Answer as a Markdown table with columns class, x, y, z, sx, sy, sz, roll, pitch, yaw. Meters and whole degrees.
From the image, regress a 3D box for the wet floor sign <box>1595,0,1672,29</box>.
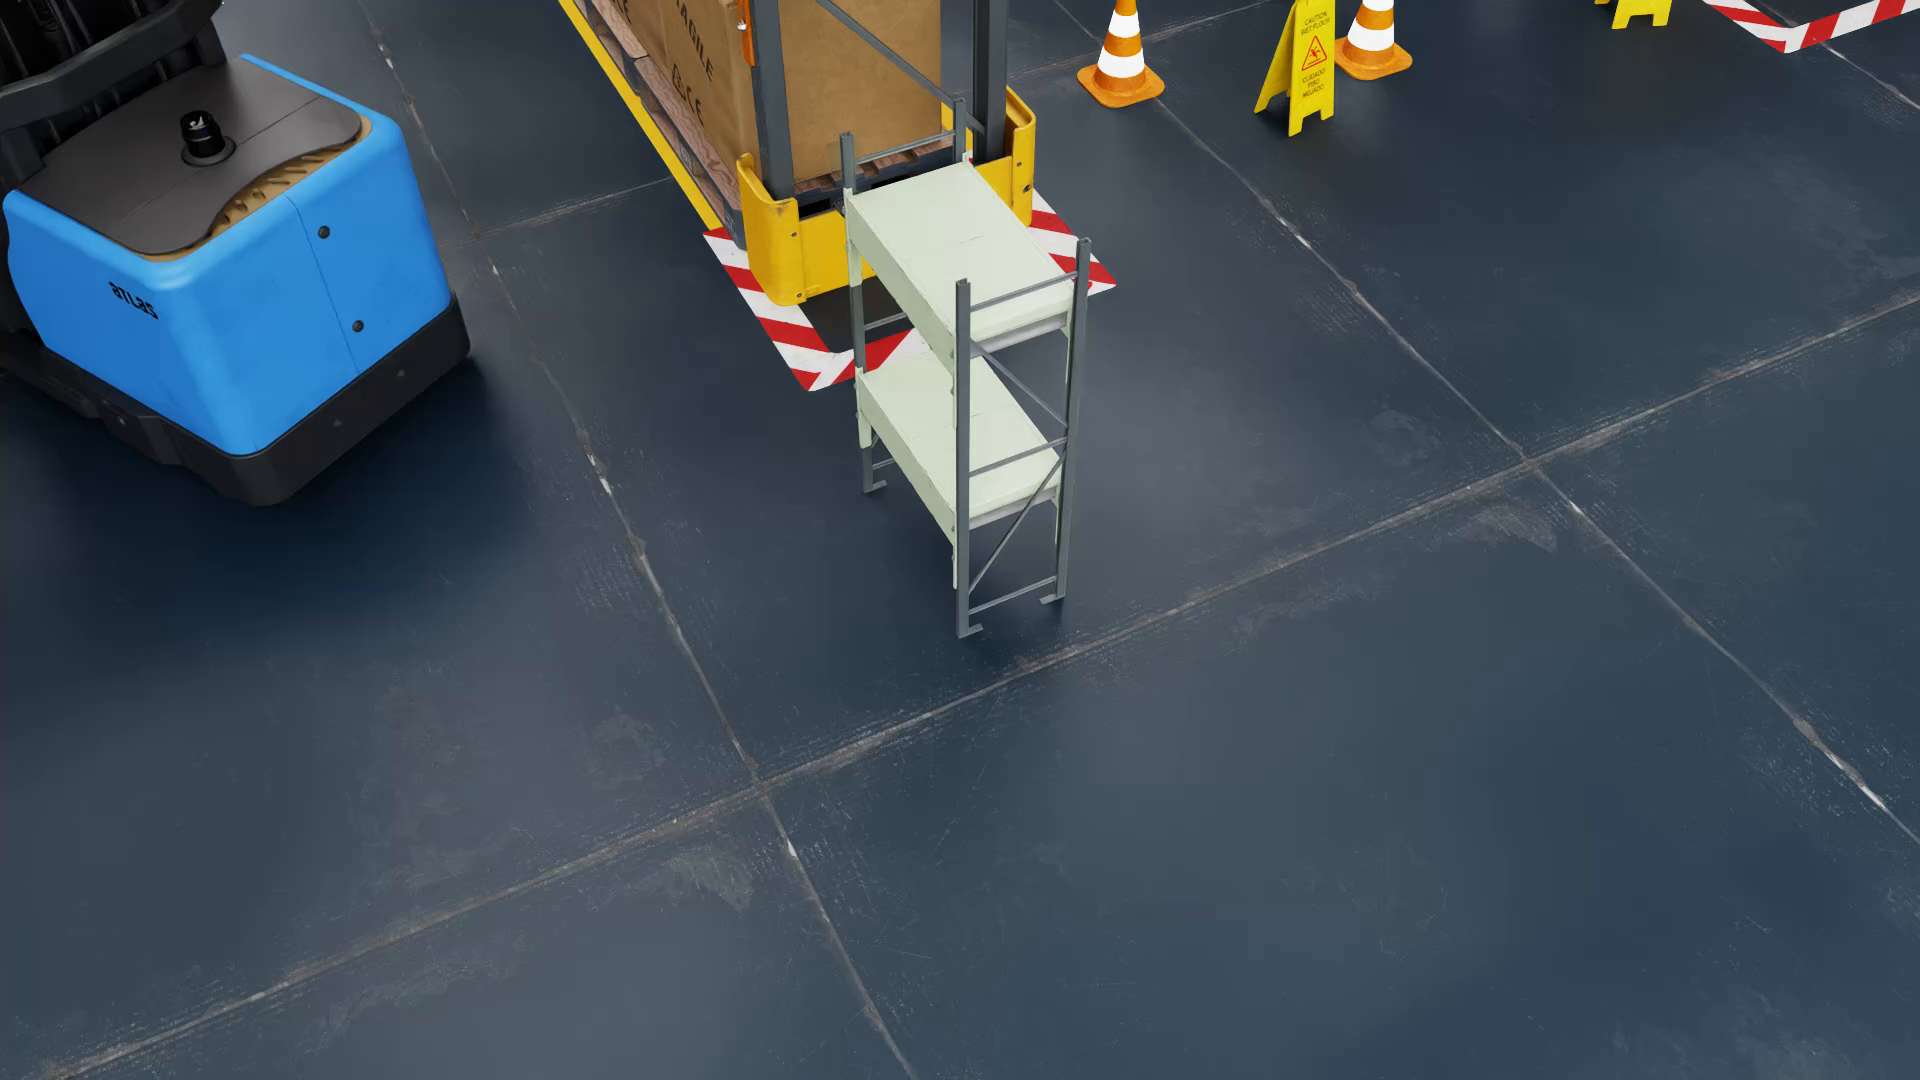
| class | x | y | z | sx | sy | sz | roll | pitch | yaw |
| --- | --- | --- | --- | --- | --- | --- | --- | --- | --- |
| wet floor sign | 3.202 | -2.725 | 7.705 | 0.267 | 0.644 | 0.232 | -5 | 49 | -5 |

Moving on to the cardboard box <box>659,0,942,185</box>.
| class | x | y | z | sx | sy | sz | roll | pitch | yaw |
| --- | --- | --- | --- | --- | --- | --- | --- | --- | --- |
| cardboard box | -0.658 | -2.093 | 6.721 | 0.875 | 0.875 | 0.875 | -21 | 52 | -17 |

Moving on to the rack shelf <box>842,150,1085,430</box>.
| class | x | y | z | sx | sy | sz | roll | pitch | yaw |
| --- | --- | --- | --- | --- | --- | --- | --- | --- | --- |
| rack shelf | 0.003 | -0.746 | 4.888 | 0.431 | 0.370 | 0.720 | -21 | 52 | -18 |

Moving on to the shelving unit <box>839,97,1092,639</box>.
| class | x | y | z | sx | sy | sz | roll | pitch | yaw |
| --- | --- | --- | --- | --- | --- | --- | --- | --- | --- |
| shelving unit | 0.003 | -0.489 | 5.182 | 0.431 | 1.500 | 0.755 | -21 | 52 | -18 |

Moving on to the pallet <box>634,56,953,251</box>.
| class | x | y | z | sx | sy | sz | roll | pitch | yaw |
| --- | --- | --- | --- | --- | --- | --- | --- | --- | --- |
| pallet | -0.724 | -1.814 | 7.196 | 1.003 | 0.211 | 1.213 | -21 | 52 | -18 |

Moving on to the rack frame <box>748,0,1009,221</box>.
| class | x | y | z | sx | sy | sz | roll | pitch | yaw |
| --- | --- | --- | --- | --- | --- | --- | --- | --- | --- |
| rack frame | -0.289 | -2.224 | 5.702 | 1.000 | 3.000 | 0.127 | -21 | 52 | -18 |

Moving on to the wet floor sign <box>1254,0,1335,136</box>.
| class | x | y | z | sx | sy | sz | roll | pitch | yaw |
| --- | --- | --- | --- | --- | --- | --- | --- | --- | --- |
| wet floor sign | 1.485 | -2.111 | 7.168 | 0.267 | 0.644 | 0.232 | -30 | 55 | -23 |

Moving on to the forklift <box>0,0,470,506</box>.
| class | x | y | z | sx | sy | sz | roll | pitch | yaw |
| --- | --- | --- | --- | --- | --- | --- | --- | --- | --- |
| forklift | -3.363 | -1.961 | 5.518 | 3.031 | 2.935 | 1.130 | 26 | 54 | 21 |

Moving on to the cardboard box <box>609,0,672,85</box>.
| class | x | y | z | sx | sy | sz | roll | pitch | yaw |
| --- | --- | --- | --- | --- | --- | --- | --- | --- | --- |
| cardboard box | -1.062 | -2.682 | 7.235 | 0.875 | 0.875 | 0.875 | -22 | 52 | -18 |

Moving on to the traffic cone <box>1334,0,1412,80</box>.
| class | x | y | z | sx | sy | sz | roll | pitch | yaw |
| --- | --- | --- | --- | --- | --- | --- | --- | --- | --- |
| traffic cone | 1.891 | -2.395 | 7.537 | 0.336 | 0.463 | 0.334 | -21 | 52 | -18 |

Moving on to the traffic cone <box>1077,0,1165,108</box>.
| class | x | y | z | sx | sy | sz | roll | pitch | yaw |
| --- | --- | --- | --- | --- | --- | --- | --- | --- | --- |
| traffic cone | 0.731 | -2.233 | 7.396 | 0.336 | 0.463 | 0.334 | -21 | 52 | -18 |

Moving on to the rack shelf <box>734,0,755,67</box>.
| class | x | y | z | sx | sy | sz | roll | pitch | yaw |
| --- | --- | --- | --- | --- | --- | --- | --- | --- | --- |
| rack shelf | -1.204 | -3.325 | 7.143 | 1.077 | 0.370 | 4.000 | -21 | 52 | -18 |

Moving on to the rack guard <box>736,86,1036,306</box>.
| class | x | y | z | sx | sy | sz | roll | pitch | yaw |
| --- | --- | --- | --- | --- | --- | --- | --- | --- | --- |
| rack guard | -0.278 | -1.385 | 6.629 | 1.175 | 0.500 | 0.348 | -21 | 52 | -18 |

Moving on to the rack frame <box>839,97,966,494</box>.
| class | x | y | z | sx | sy | sz | roll | pitch | yaw |
| --- | --- | --- | --- | --- | --- | --- | --- | --- | --- |
| rack frame | -0.164 | -0.734 | 5.396 | 0.400 | 1.500 | 0.023 | -21 | 52 | -18 |

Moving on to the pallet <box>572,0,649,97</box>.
| class | x | y | z | sx | sy | sz | roll | pitch | yaw |
| --- | --- | --- | --- | --- | --- | --- | --- | --- | --- |
| pallet | -1.279 | -2.629 | 7.909 | 1.003 | 0.211 | 1.213 | -21 | 52 | -18 |

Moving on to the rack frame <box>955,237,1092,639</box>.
| class | x | y | z | sx | sy | sz | roll | pitch | yaw |
| --- | --- | --- | --- | --- | --- | --- | --- | --- | --- |
| rack frame | 0.171 | -0.244 | 4.967 | 0.400 | 1.500 | 0.023 | -21 | 52 | -18 |

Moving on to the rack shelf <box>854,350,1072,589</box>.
| class | x | y | z | sx | sy | sz | roll | pitch | yaw |
| --- | --- | --- | --- | --- | --- | --- | --- | --- | --- |
| rack shelf | 0.003 | -0.275 | 5.427 | 0.431 | 0.370 | 0.720 | -21 | 52 | -18 |
